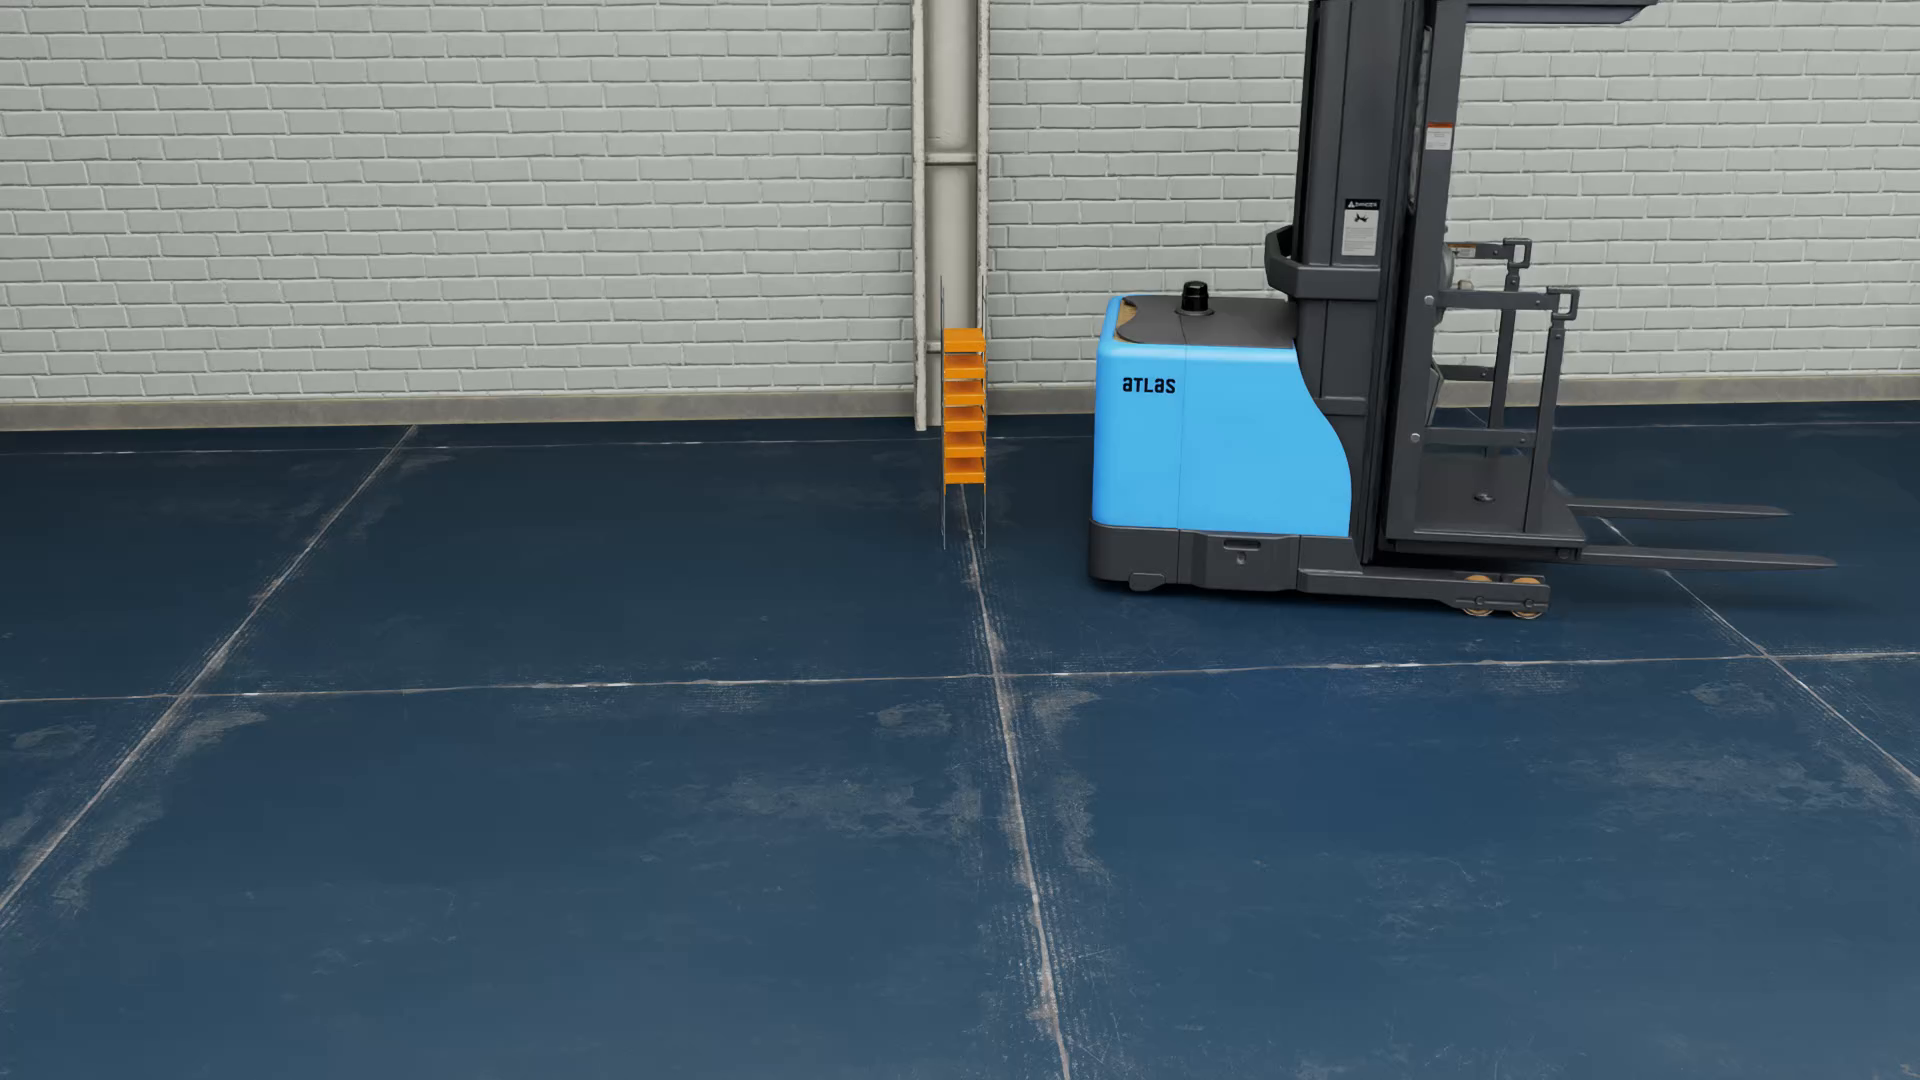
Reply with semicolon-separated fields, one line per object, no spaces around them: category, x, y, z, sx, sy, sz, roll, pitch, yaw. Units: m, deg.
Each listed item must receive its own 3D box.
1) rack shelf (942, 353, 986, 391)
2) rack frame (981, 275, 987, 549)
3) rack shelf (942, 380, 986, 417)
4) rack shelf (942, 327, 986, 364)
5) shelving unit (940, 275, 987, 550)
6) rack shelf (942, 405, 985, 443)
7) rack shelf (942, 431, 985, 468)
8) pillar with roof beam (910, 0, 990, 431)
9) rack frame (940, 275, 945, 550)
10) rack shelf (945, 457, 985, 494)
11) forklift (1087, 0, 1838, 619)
rack shelf;0.014;-0.744;7.339;0.180;0.103;0.258;-1;21;-3
rack frame;0.106;-0.563;7.413;0.006;1.200;0.240;-1;21;-3
rack shelf;0.014;-0.632;7.381;0.180;0.103;0.258;-1;21;-3
rack shelf;0.014;-0.856;7.296;0.180;0.103;0.258;-1;21;-3
shelving unit;0.014;-0.561;7.408;0.189;1.200;0.258;-1;21;-3
rack shelf;0.014;-0.520;7.424;0.180;0.103;0.258;-1;21;-3
rack shelf;0.014;-0.407;7.467;0.180;0.103;0.258;-1;21;-3
pillar with roof beam;0.191;-3.342;3.751;0.400;9.000;9.100;-1;21;-3
rack frame;-0.077;-0.559;7.403;0.006;1.200;0.240;-1;21;-3
rack shelf;0.014;-0.295;7.509;0.180;0.103;0.258;-1;21;-3
forklift;2.100;-1.250;6.784;3.031;2.935;1.130;3;21;7
